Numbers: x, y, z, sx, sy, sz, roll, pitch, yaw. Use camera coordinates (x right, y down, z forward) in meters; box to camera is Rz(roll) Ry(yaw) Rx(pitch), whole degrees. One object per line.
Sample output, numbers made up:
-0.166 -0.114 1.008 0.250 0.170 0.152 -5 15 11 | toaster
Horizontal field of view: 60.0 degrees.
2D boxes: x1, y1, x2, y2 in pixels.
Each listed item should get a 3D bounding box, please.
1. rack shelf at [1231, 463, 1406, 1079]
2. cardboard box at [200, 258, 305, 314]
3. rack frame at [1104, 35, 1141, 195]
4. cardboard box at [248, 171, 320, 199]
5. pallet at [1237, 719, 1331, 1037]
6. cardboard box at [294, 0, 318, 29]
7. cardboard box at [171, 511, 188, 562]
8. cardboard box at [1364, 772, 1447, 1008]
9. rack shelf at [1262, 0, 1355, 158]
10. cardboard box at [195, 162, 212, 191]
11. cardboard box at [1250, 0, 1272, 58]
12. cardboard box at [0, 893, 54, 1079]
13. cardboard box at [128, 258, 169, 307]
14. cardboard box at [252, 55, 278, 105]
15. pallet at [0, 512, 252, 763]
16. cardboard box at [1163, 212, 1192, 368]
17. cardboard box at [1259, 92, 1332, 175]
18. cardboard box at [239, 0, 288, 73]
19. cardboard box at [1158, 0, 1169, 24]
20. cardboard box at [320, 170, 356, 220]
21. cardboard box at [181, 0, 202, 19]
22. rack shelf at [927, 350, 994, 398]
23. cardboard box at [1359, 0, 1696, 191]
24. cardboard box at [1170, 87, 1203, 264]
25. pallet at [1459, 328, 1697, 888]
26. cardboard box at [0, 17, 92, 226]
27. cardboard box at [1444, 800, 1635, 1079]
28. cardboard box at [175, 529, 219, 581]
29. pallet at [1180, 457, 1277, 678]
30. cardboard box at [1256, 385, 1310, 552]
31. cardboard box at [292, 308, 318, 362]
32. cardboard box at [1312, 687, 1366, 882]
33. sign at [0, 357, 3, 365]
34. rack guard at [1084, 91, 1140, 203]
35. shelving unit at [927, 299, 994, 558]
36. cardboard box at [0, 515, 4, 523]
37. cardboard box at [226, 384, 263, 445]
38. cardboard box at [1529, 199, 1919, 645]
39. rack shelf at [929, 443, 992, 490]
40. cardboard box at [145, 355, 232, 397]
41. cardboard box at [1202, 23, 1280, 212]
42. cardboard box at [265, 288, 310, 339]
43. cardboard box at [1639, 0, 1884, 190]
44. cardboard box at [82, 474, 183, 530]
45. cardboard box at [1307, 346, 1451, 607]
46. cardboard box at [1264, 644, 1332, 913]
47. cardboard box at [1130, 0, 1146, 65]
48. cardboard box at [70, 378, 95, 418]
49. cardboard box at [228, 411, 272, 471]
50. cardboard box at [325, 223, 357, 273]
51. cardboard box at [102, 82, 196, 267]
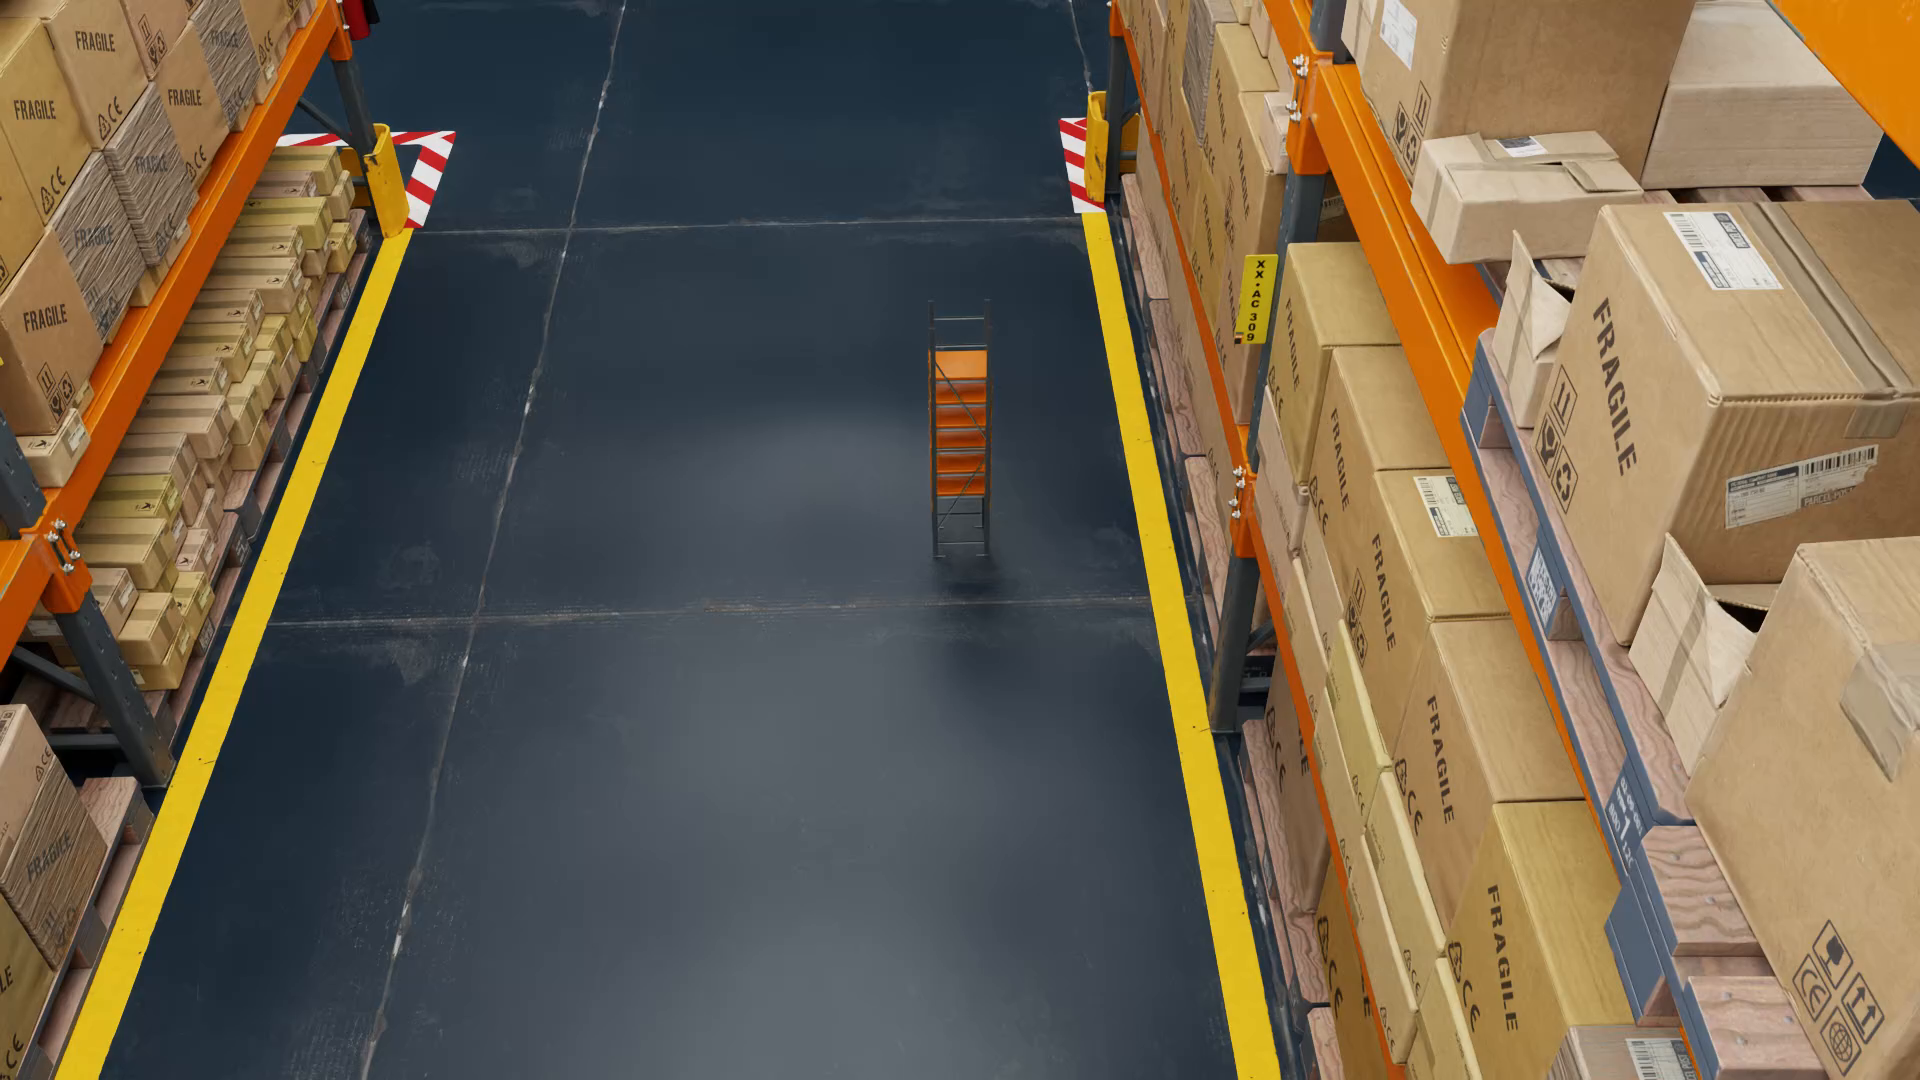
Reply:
1.553 1.206 4.247 1.077 0.370 4.000 -2 43 -2 | rack shelf
-3.261 -1.174 7.670 0.380 0.149 0.250 0 43 0 | cardboard box
1.298 -3.110 8.423 1.000 3.000 0.127 -2 43 -2 | rack frame
-3.414 -1.702 8.245 0.380 0.149 0.250 -1 43 -1 | cardboard box
1.576 1.137 5.853 1.003 0.211 1.213 -2 43 -2 | pallet
-3.347 -2.595 8.047 0.380 0.149 0.250 -2 43 -2 | cardboard box
-3.315 0.002 6.607 0.380 0.149 0.250 -2 43 -2 | cardboard box
1.274 0.800 3.898 0.500 0.250 0.500 -3 43 -3 | cardboard box
1.383 -2.600 6.180 1.077 0.370 4.000 -2 43 -2 | rack shelf
-3.352 -1.544 6.901 0.380 0.149 0.250 -1 43 -1 | cardboard box
1.205 -1.773 5.670 0.380 0.149 0.250 -2 43 -2 | cardboard box
-3.168 1.406 5.035 0.500 0.500 0.500 -3 43 -3 | cardboard box
-3.258 -1.014 6.322 0.380 0.149 0.250 -1 43 -1 | cardboard box
-3.314 -2.086 7.491 0.380 0.149 0.250 -1 43 -1 | cardboard box
-3.537 0.376 6.683 1.003 0.211 1.213 -2 43 -2 | pallet
1.474 -1.260 7.990 0.875 0.438 0.875 -1 43 -1 | cardboard box
1.137 -1.253 5.103 0.380 0.149 0.250 -2 43 -3 | cardboard box
-3.350 -2.402 7.357 0.500 0.500 0.500 -2 43 -2 | cardboard box
1.093 -2.487 6.930 0.500 0.500 0.500 -2 43 -2 | cardboard box
-3.335 -1.765 8.535 0.380 0.149 0.250 -3 43 -3 | cardboard box
-3.322 -2.420 6.636 0.500 0.500 0.500 0 43 0 | cardboard box
0.001 -0.665 6.621 0.258 0.103 0.180 -2 43 -2 | rack shelf
1.216 -1.104 3.630 0.500 0.500 0.500 -2 43 -3 | cardboard box
1.130 -1.438 6.525 0.500 0.500 0.500 -2 43 -2 | cardboard box
1.507 0.067 2.877 1.003 0.211 1.213 0 43 0 | pallet
-3.286 -1.376 5.497 0.500 0.500 0.500 -3 43 -3 | cardboard box
1.310 0.862 3.276 0.500 0.500 0.500 -2 43 -2 | cardboard box
-3.241 0.096 6.725 0.380 0.149 0.250 -2 43 -2 | cardboard box
1.514 0.103 6.982 1.003 0.211 1.213 -2 43 -2 | pallet
1.205 -0.234 5.026 0.500 0.250 0.500 -3 43 -3 | cardboard box
-3.278 -0.966 7.883 0.380 0.149 0.250 -3 43 -4 | cardboard box
1.253 0.646 4.436 0.500 0.250 0.500 -2 43 -2 | cardboard box
-2.919 -0.645 4.876 0.100 0.325 0.005 -2 43 -2 | sign
1.297 -2.205 9.285 1.175 0.500 0.348 -2 43 -2 | rack guard
0.001 -0.433 6.834 0.258 1.200 0.189 -2 43 -2 | shelving unit
-3.816 -0.094 6.492 0.380 0.149 0.250 -2 43 -2 | cardboard box
-3.260 -0.539 7.197 0.380 0.149 0.250 -2 43 -2 | cardboard box
1.274 -0.188 2.631 0.500 0.500 0.500 -1 43 -1 | cardboard box
0.001 -0.311 6.945 0.258 0.103 0.180 -2 43 -2 | rack shelf
-3.350 -0.649 7.097 0.380 0.149 0.250 -3 43 -4 | cardboard box
1.159 -1.468 5.818 0.500 0.500 0.500 -2 43 -2 | cardboard box
-3.277 -1.065 7.771 0.380 0.149 0.250 -1 43 -1 | cardboard box
1.716 -1.048 3.709 0.500 0.311 0.500 -2 43 -2 | cardboard box
-3.293 -0.118 6.518 0.380 0.149 0.250 -2 43 -2 | cardboard box
1.249 -0.167 4.398 0.500 0.500 0.500 -2 43 -2 | cardboard box
1.575 0.635 5.599 0.875 0.875 0.875 0 43 0 | cardboard box
1.081 -2.474 7.655 0.500 0.500 0.500 -2 43 -2 | cardboard box
-3.243 -0.480 5.739 0.380 0.149 0.250 0 43 -1 | cardboard box
-3.263 -0.433 7.302 0.380 0.149 0.250 -3 43 -3 | cardboard box
-3.300 -1.484 8.448 0.380 0.149 0.250 0 43 0 | cardboard box
-3.256 -1.362 6.222 0.500 0.500 0.500 -2 43 -3 | cardboard box
